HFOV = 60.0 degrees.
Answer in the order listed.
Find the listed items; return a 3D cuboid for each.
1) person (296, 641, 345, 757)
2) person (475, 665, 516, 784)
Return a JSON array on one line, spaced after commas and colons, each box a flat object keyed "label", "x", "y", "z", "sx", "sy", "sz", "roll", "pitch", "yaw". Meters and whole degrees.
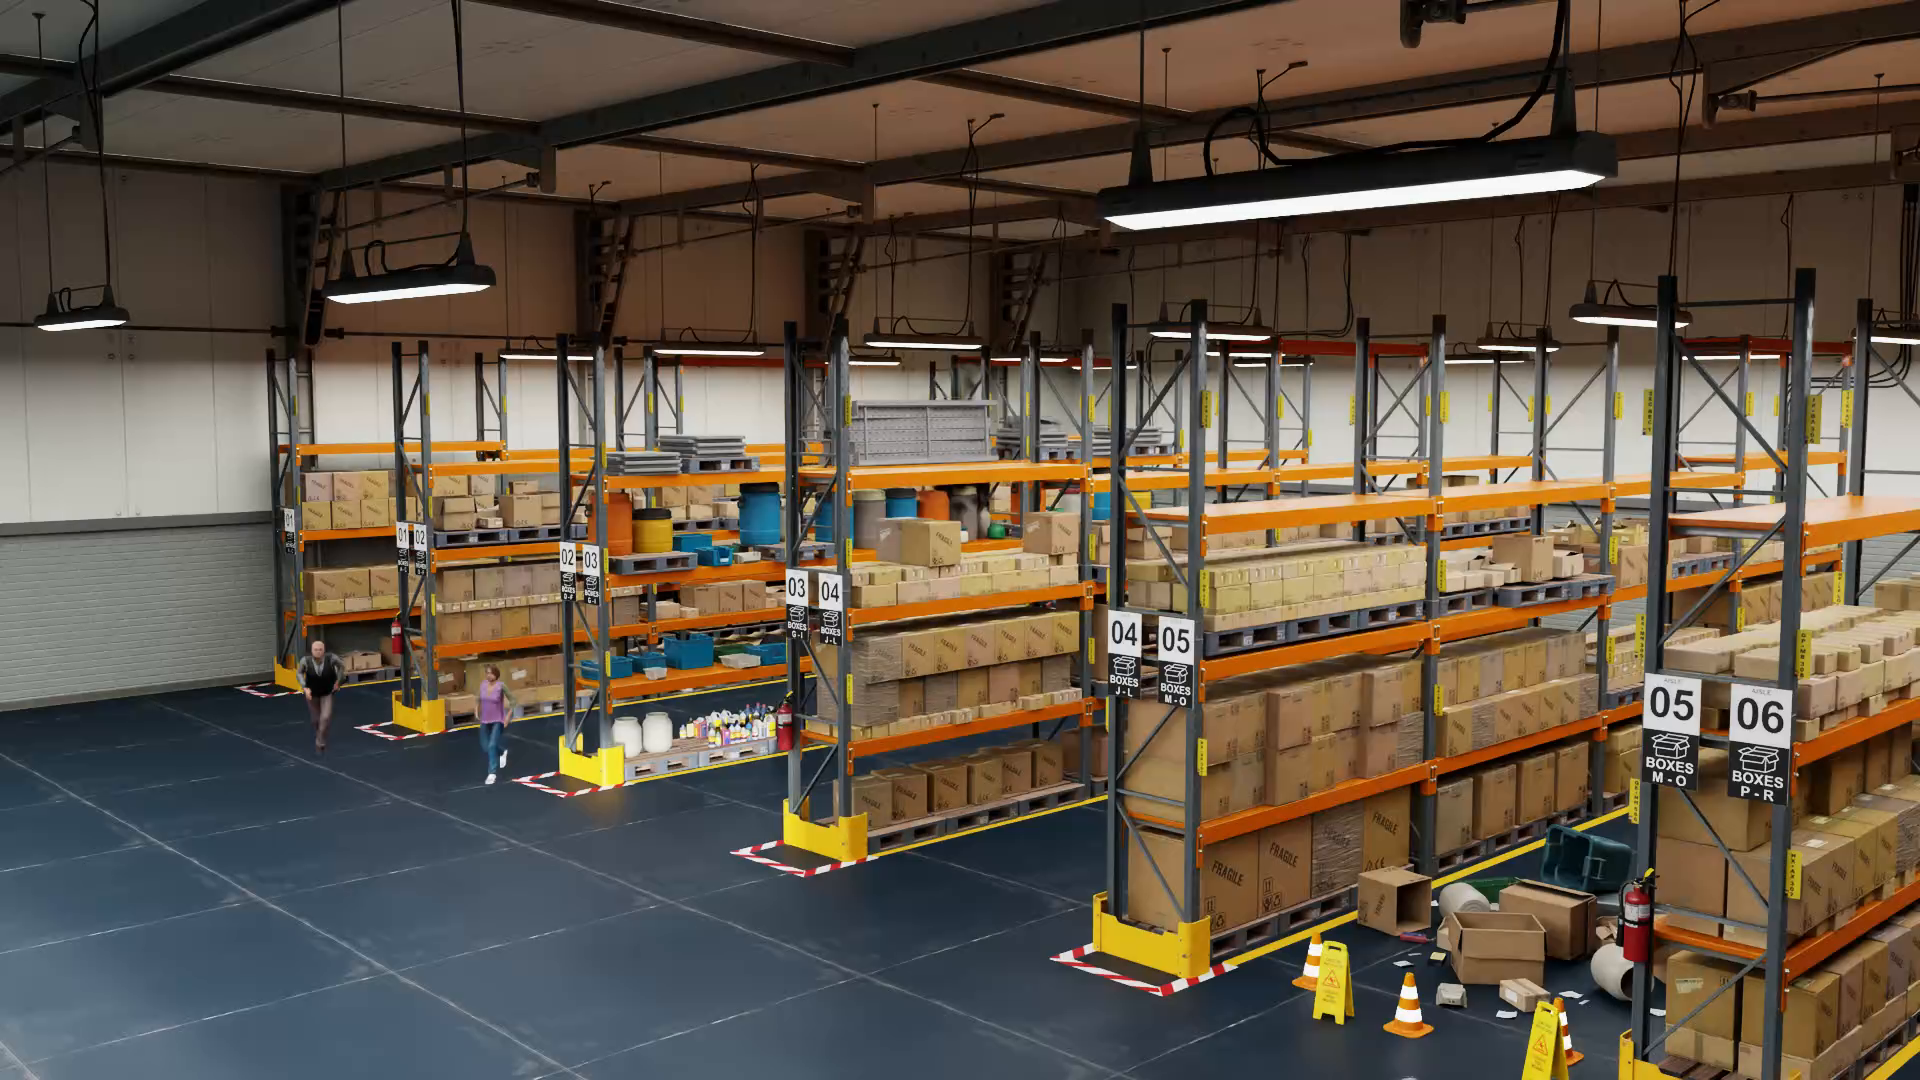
[{"label": "person", "x": -9.318, "y": 2.263, "z": 24.258, "sx": 0.676, "sy": 1.678, "sz": 0.954, "roll": -2, "pitch": 5, "yaw": -23}, {"label": "person", "x": -6.277, "y": 2.458, "z": 22.436, "sx": 0.576, "sy": 1.580, "sz": 0.601, "roll": 1, "pitch": 5, "yaw": 12}]
